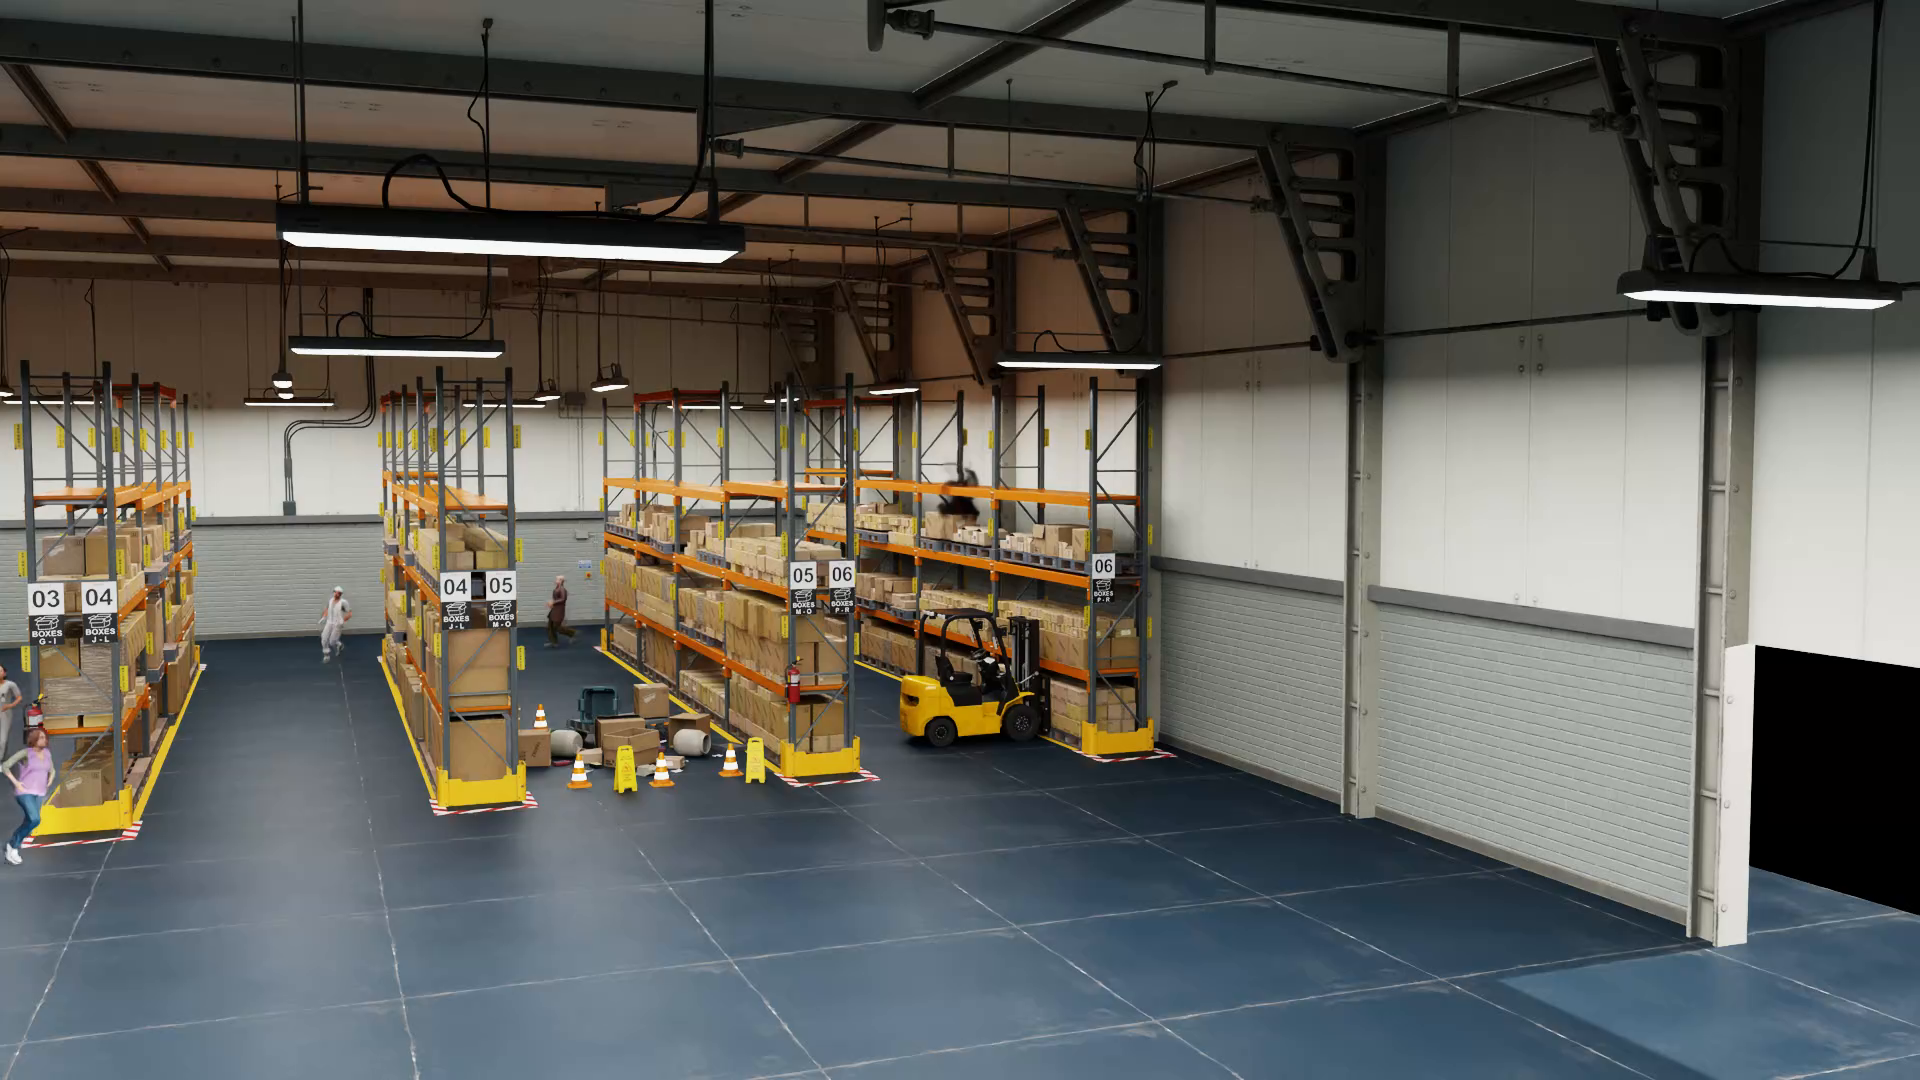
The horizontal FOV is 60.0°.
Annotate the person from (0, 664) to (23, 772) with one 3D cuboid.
[{"bbox_3d":[-14.440,2.679,24.992,0.622,1.625,0.519,-1,4,-17],"label":"person"}]

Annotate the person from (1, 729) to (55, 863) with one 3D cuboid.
[{"bbox_3d":[-11.039,3.034,19.771,0.570,1.561,0.566,1,4,17],"label":"person"}]

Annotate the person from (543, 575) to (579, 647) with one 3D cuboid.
[{"bbox_3d":[-9.658,1.718,40.163,0.840,1.737,0.716,-1,4,-23],"label":"person"}]

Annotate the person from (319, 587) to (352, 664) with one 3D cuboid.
[{"bbox_3d":[-13.986,1.902,37.324,0.704,1.731,0.672,1,4,13],"label":"person"}]
